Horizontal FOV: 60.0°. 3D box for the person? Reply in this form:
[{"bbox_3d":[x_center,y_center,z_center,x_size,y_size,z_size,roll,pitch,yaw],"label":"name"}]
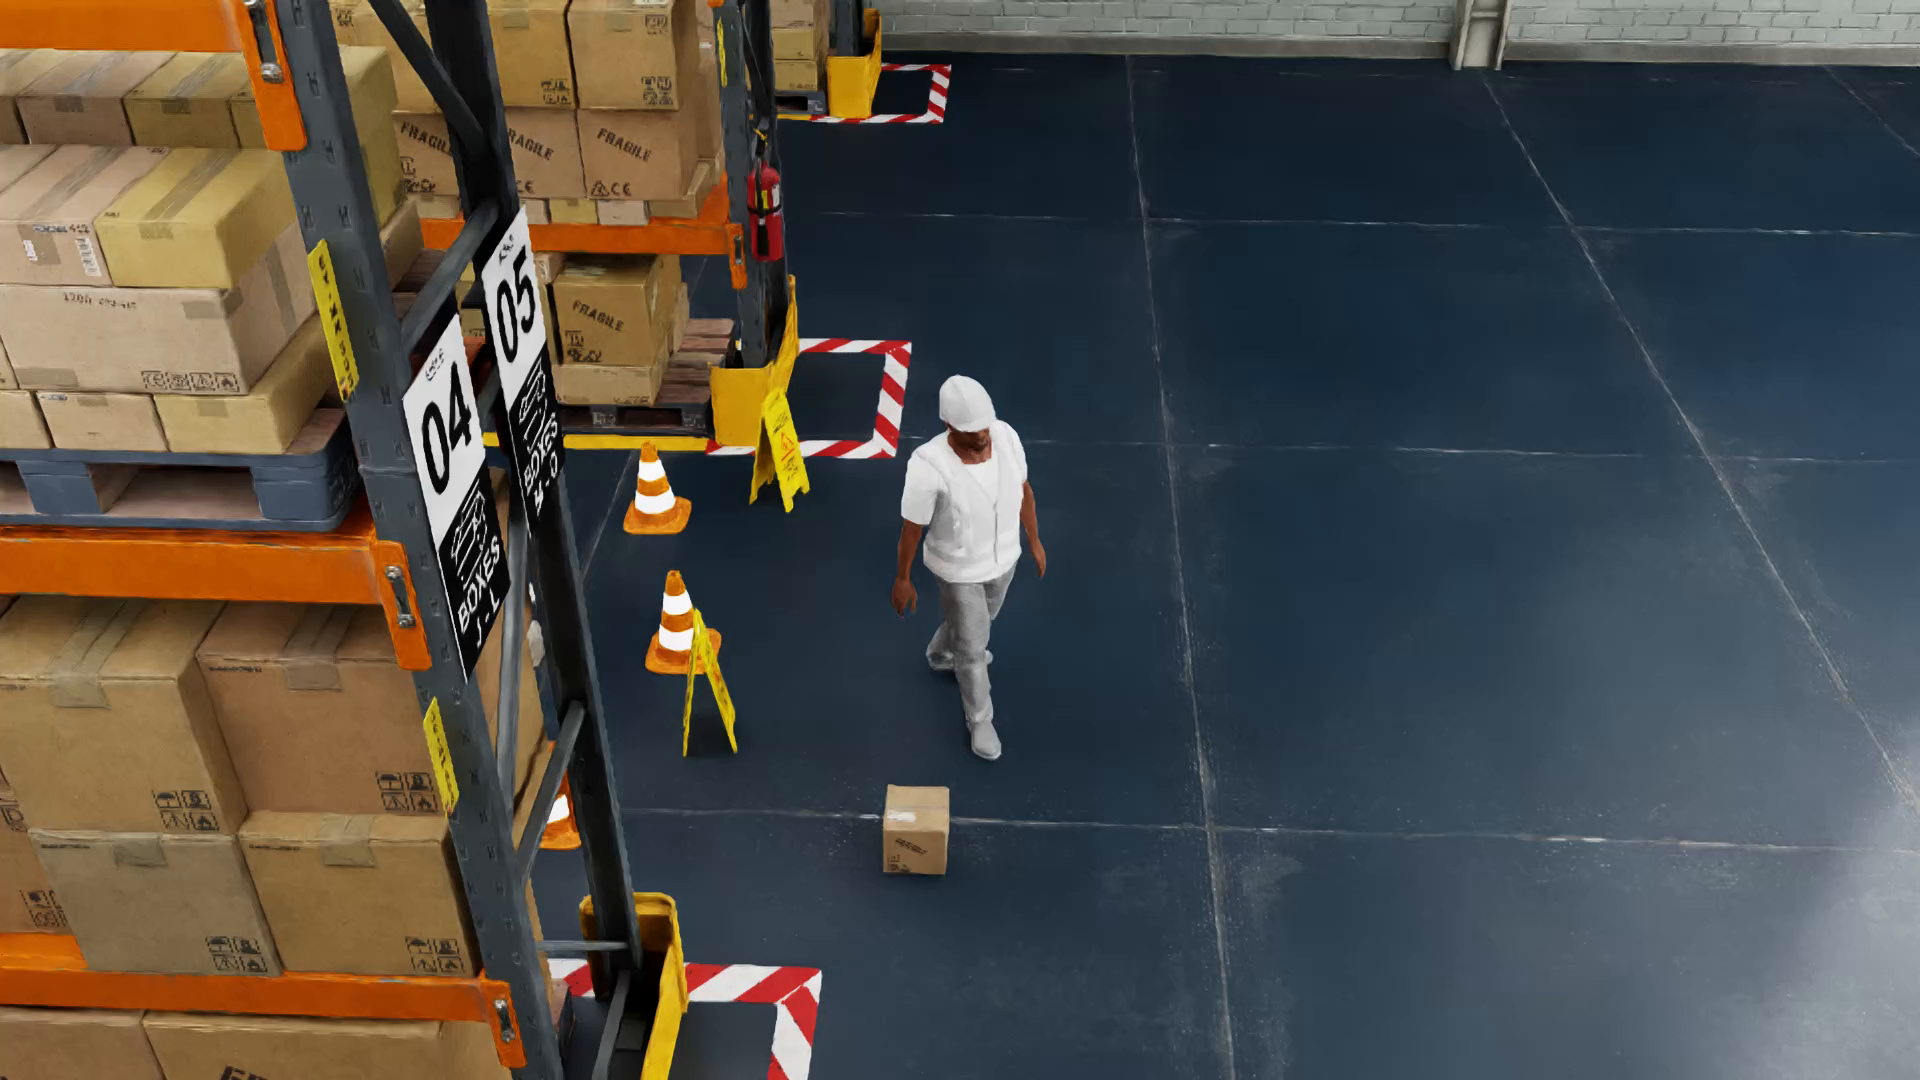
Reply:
[{"bbox_3d":[0.013,0.069,7.004,0.671,1.758,0.683,-26,43,-32],"label":"person"}]
